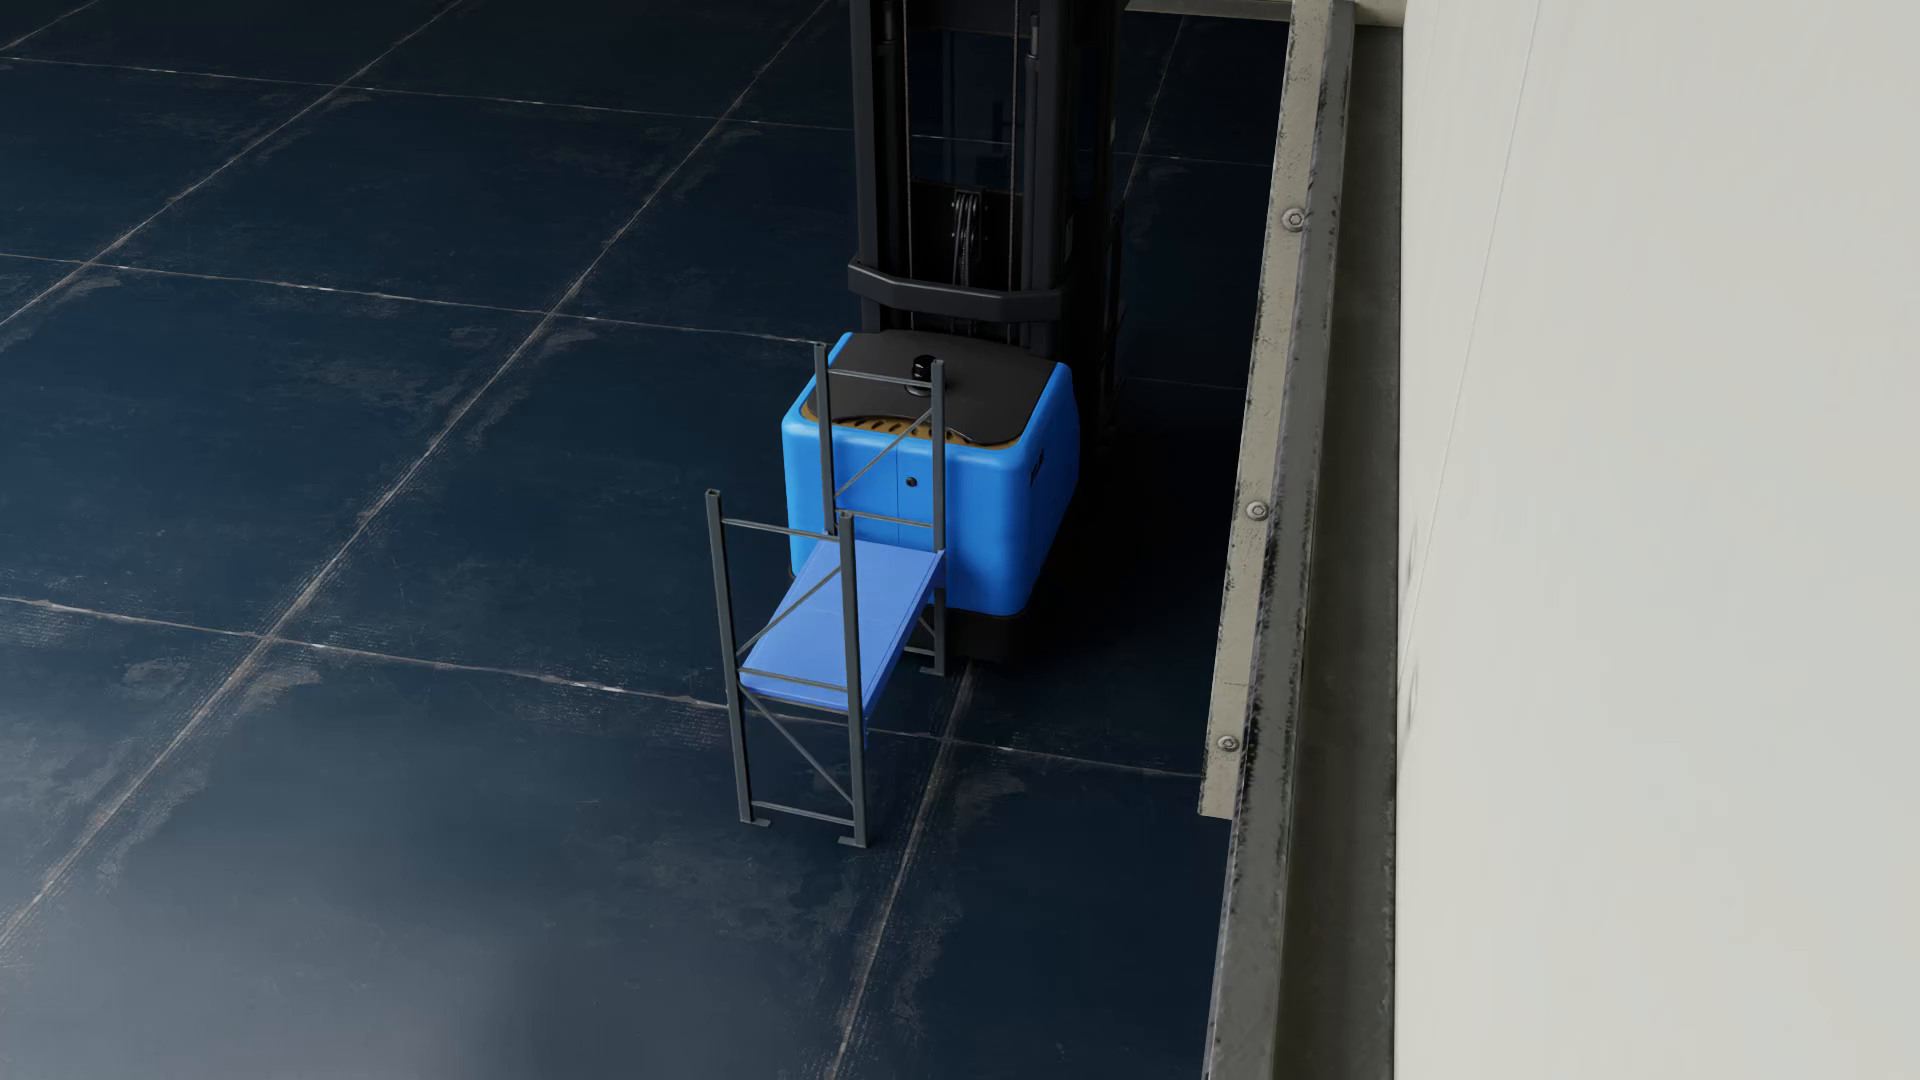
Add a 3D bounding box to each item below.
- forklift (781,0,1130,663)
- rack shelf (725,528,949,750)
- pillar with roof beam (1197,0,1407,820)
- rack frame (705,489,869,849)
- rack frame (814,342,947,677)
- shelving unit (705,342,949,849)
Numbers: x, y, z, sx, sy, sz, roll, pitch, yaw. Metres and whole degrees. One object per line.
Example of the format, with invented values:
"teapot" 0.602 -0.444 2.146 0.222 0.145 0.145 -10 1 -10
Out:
"forklift" 0.175 -1.539 7.376 1.130 2.935 3.031 10 37 13
"rack shelf" -0.442 0.349 6.297 0.538 0.185 1.000 10 37 13
"pillar with roof beam" -3.111 -3.237 4.548 9.100 9.000 0.400 7 37 10
"rack frame" -0.584 0.490 5.796 0.500 1.500 0.032 10 37 13
"rack frame" -0.300 -0.083 6.587 0.500 1.500 0.032 10 37 13
"shelving unit" -0.442 0.203 6.191 0.538 1.500 1.048 10 37 13
